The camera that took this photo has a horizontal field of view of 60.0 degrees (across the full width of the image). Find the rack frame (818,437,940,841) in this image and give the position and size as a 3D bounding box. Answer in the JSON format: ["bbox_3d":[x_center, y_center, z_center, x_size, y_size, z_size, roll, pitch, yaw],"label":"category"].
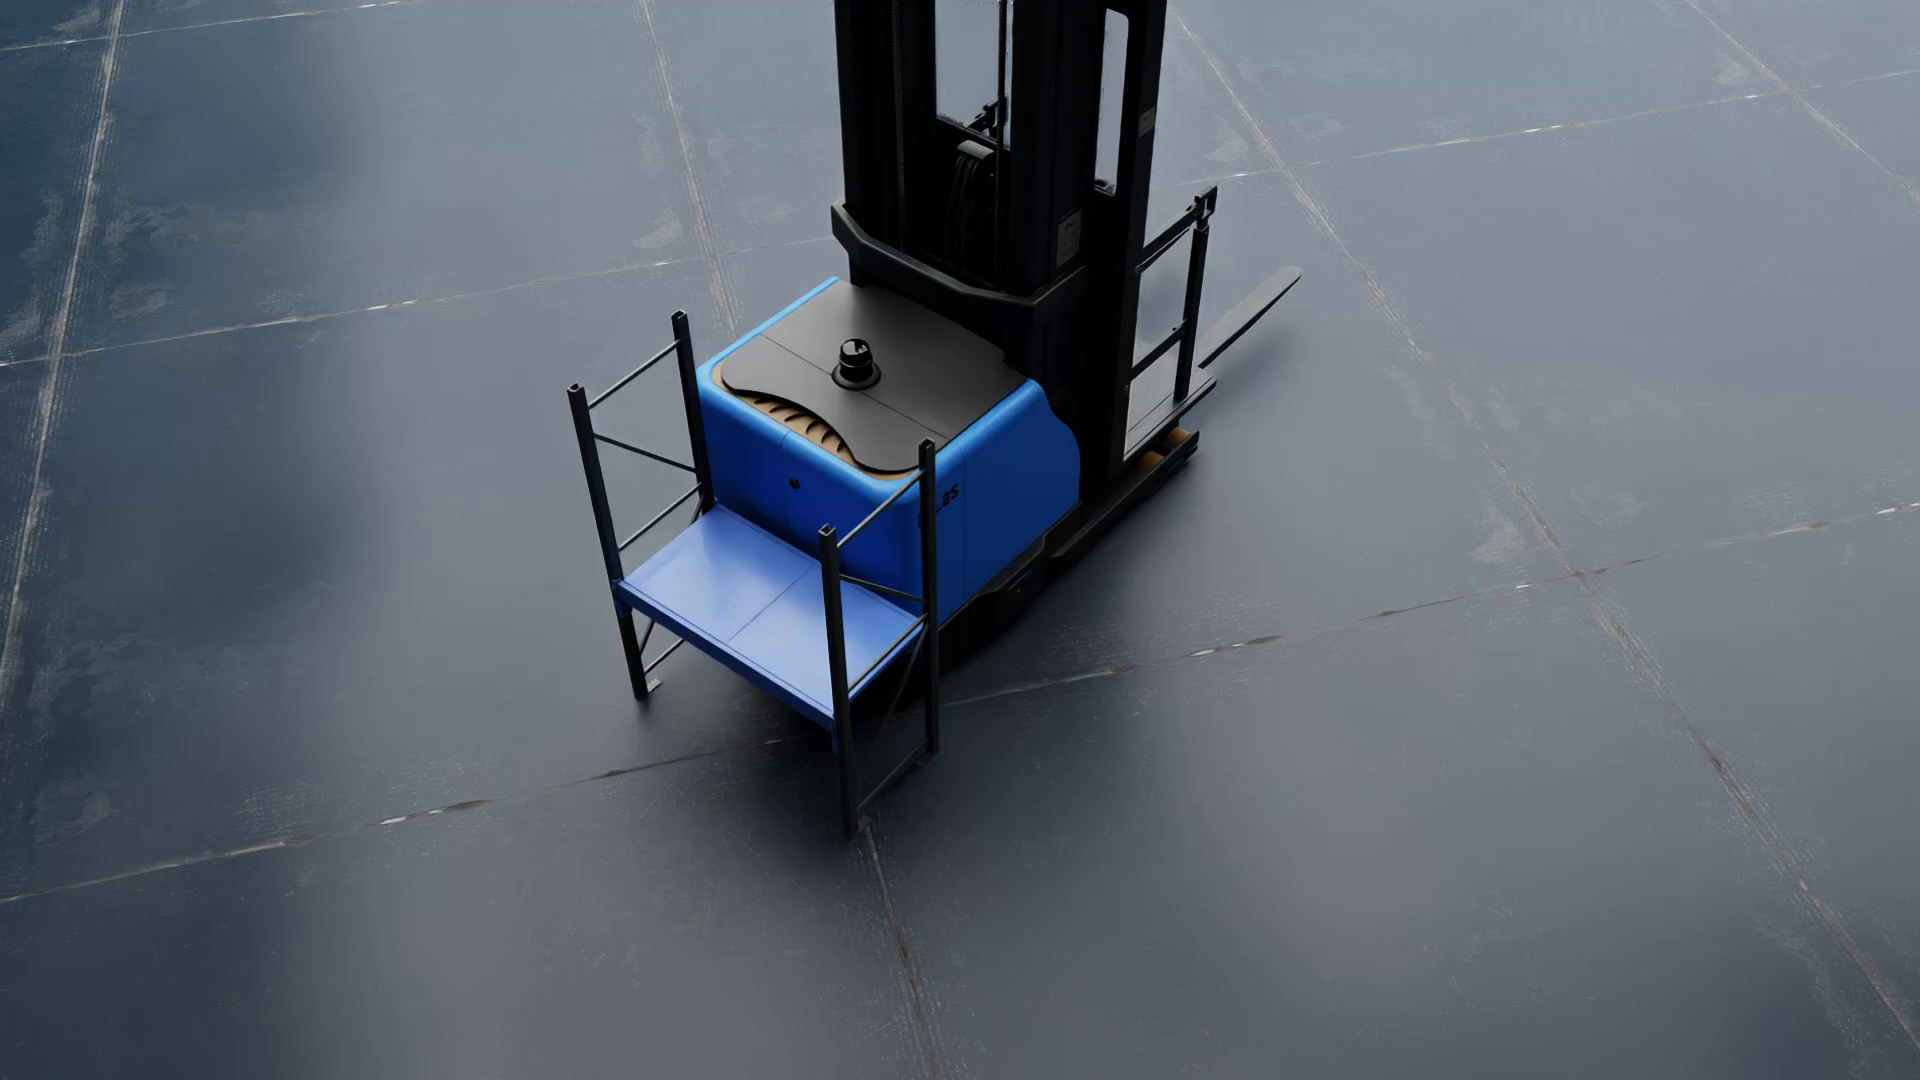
[{"bbox_3d":[-0.236,0.366,5.342,0.032,1.500,0.500,29,52,25],"label":"rack frame"}]

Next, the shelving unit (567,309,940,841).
[{"bbox_3d":[-0.640,0.146,5.557,1.048,1.500,0.538,29,52,25],"label":"shelving unit"}]

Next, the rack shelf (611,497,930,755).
[{"bbox_3d":[-0.640,0.271,5.686,1.000,0.185,0.538,29,52,25],"label":"rack shelf"}]

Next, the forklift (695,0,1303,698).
[{"bbox_3d":[0.356,-1.438,6.107,1.130,2.935,3.031,31,53,27],"label":"forklift"}]

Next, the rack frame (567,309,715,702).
[{"bbox_3d":[-1.045,-0.074,5.773,0.032,1.500,0.500,29,52,25],"label":"rack frame"}]
